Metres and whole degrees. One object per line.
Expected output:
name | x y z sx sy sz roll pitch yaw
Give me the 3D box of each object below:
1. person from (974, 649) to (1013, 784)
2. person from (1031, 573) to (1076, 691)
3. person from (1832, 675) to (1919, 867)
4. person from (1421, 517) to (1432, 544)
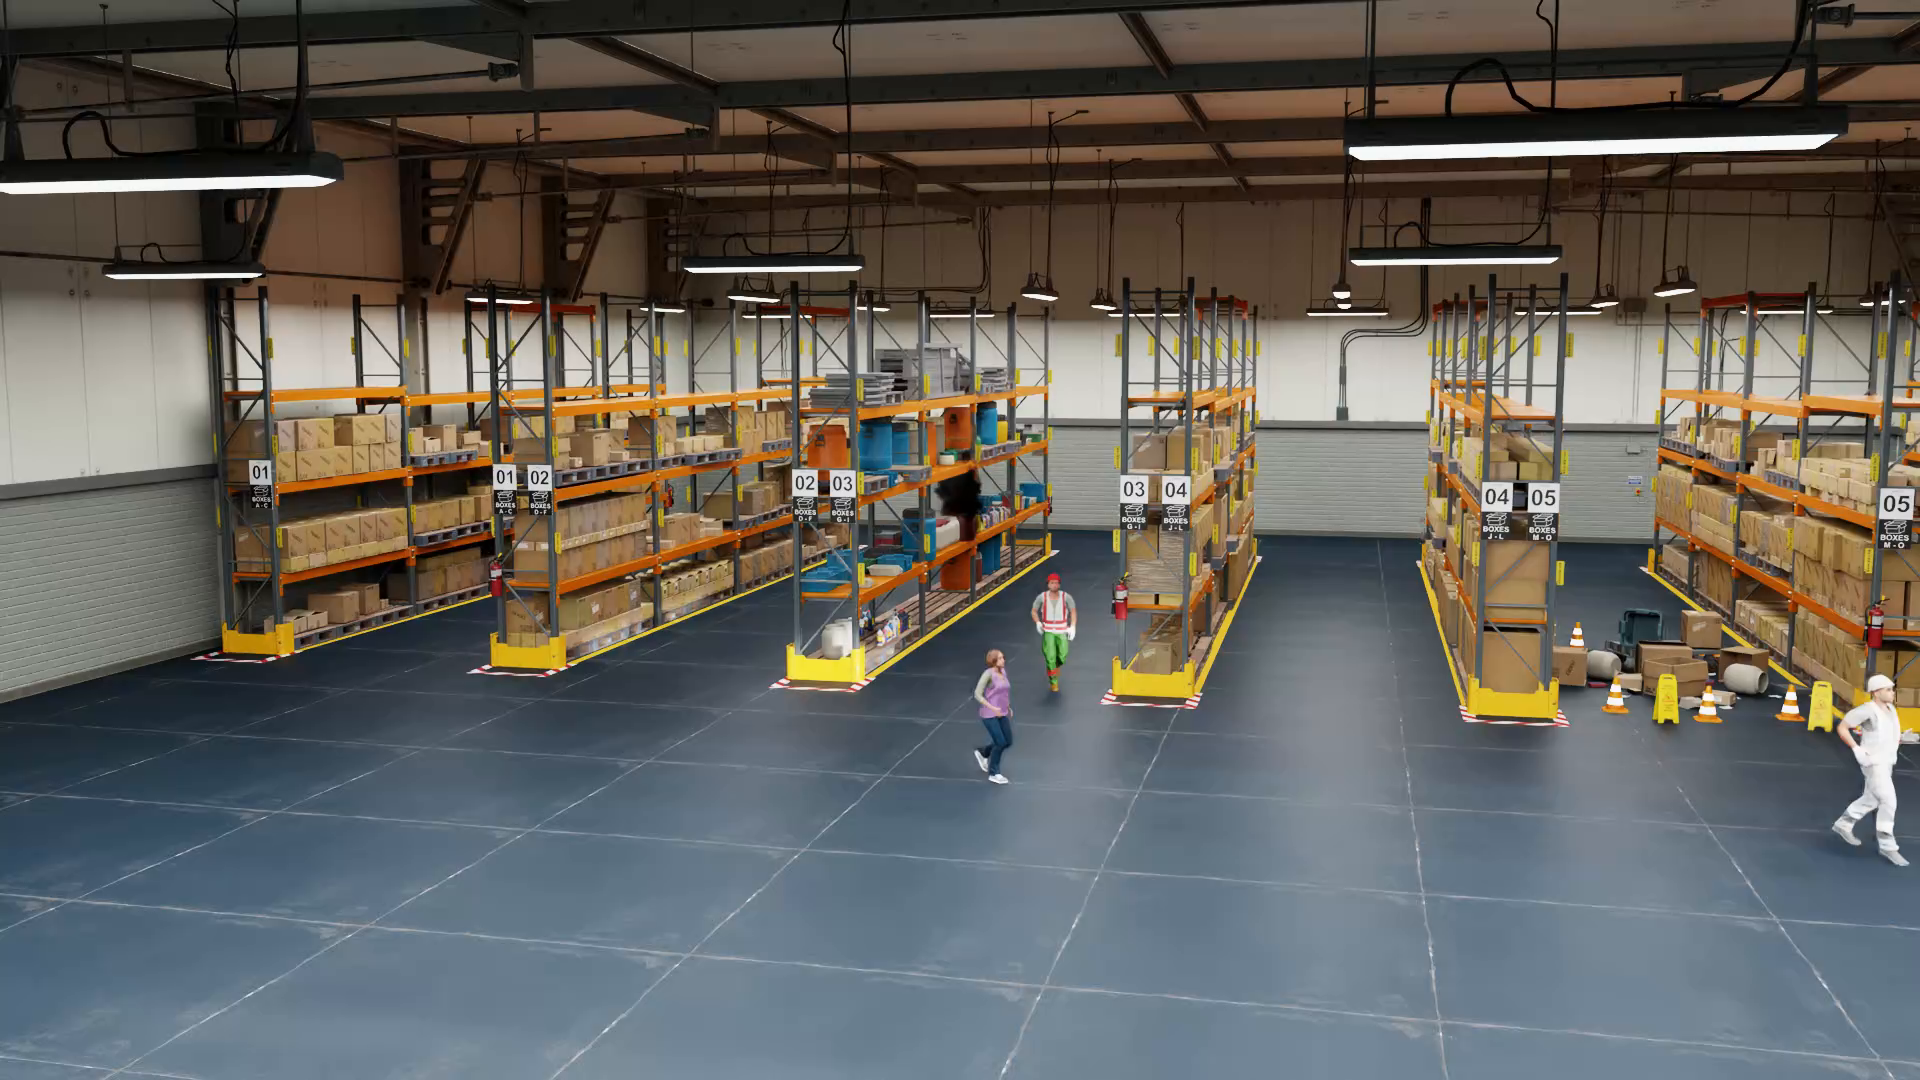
person | 0.349 2.027 19.233 0.544 1.567 0.559 5 8 37
person | 1.378 1.339 24.479 0.670 1.731 0.628 0 7 1
person | 9.026 2.229 16.398 0.640 1.824 0.814 -5 8 -36
person | 11.230 -0.356 39.439 0.584 1.667 0.716 0 7 3
